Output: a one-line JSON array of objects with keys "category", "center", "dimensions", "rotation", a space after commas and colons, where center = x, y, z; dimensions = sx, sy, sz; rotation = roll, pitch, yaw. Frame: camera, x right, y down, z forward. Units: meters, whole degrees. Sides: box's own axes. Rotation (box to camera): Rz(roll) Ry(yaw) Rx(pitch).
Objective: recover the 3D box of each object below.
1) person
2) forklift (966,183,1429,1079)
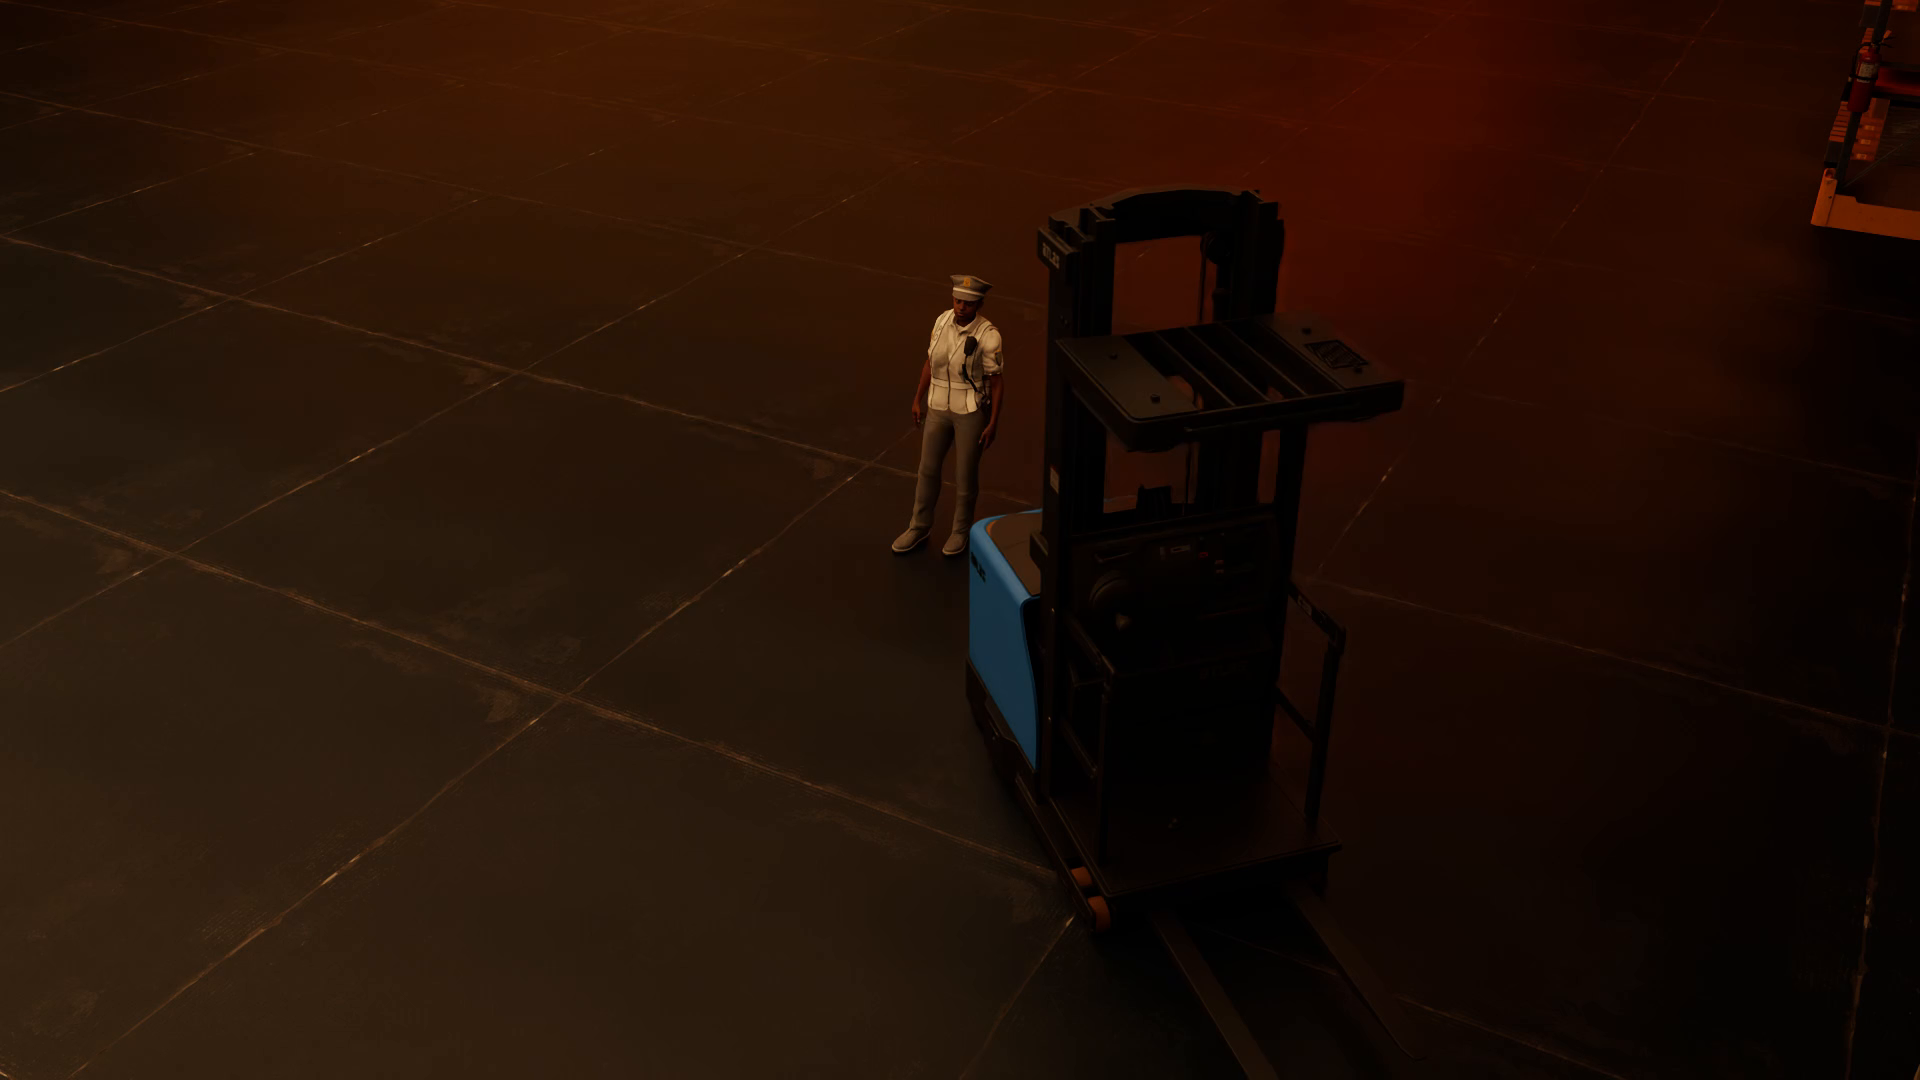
[{"category": "person", "center": [-0.054, -0.712, 9.527], "dimensions": [0.569, 1.694, 0.529], "rotation": [15, 33, 25]}, {"category": "forklift", "center": [0.969, 0.186, 6.748], "dimensions": [1.130, 2.935, 3.031], "rotation": [-9, 31, -16]}]
